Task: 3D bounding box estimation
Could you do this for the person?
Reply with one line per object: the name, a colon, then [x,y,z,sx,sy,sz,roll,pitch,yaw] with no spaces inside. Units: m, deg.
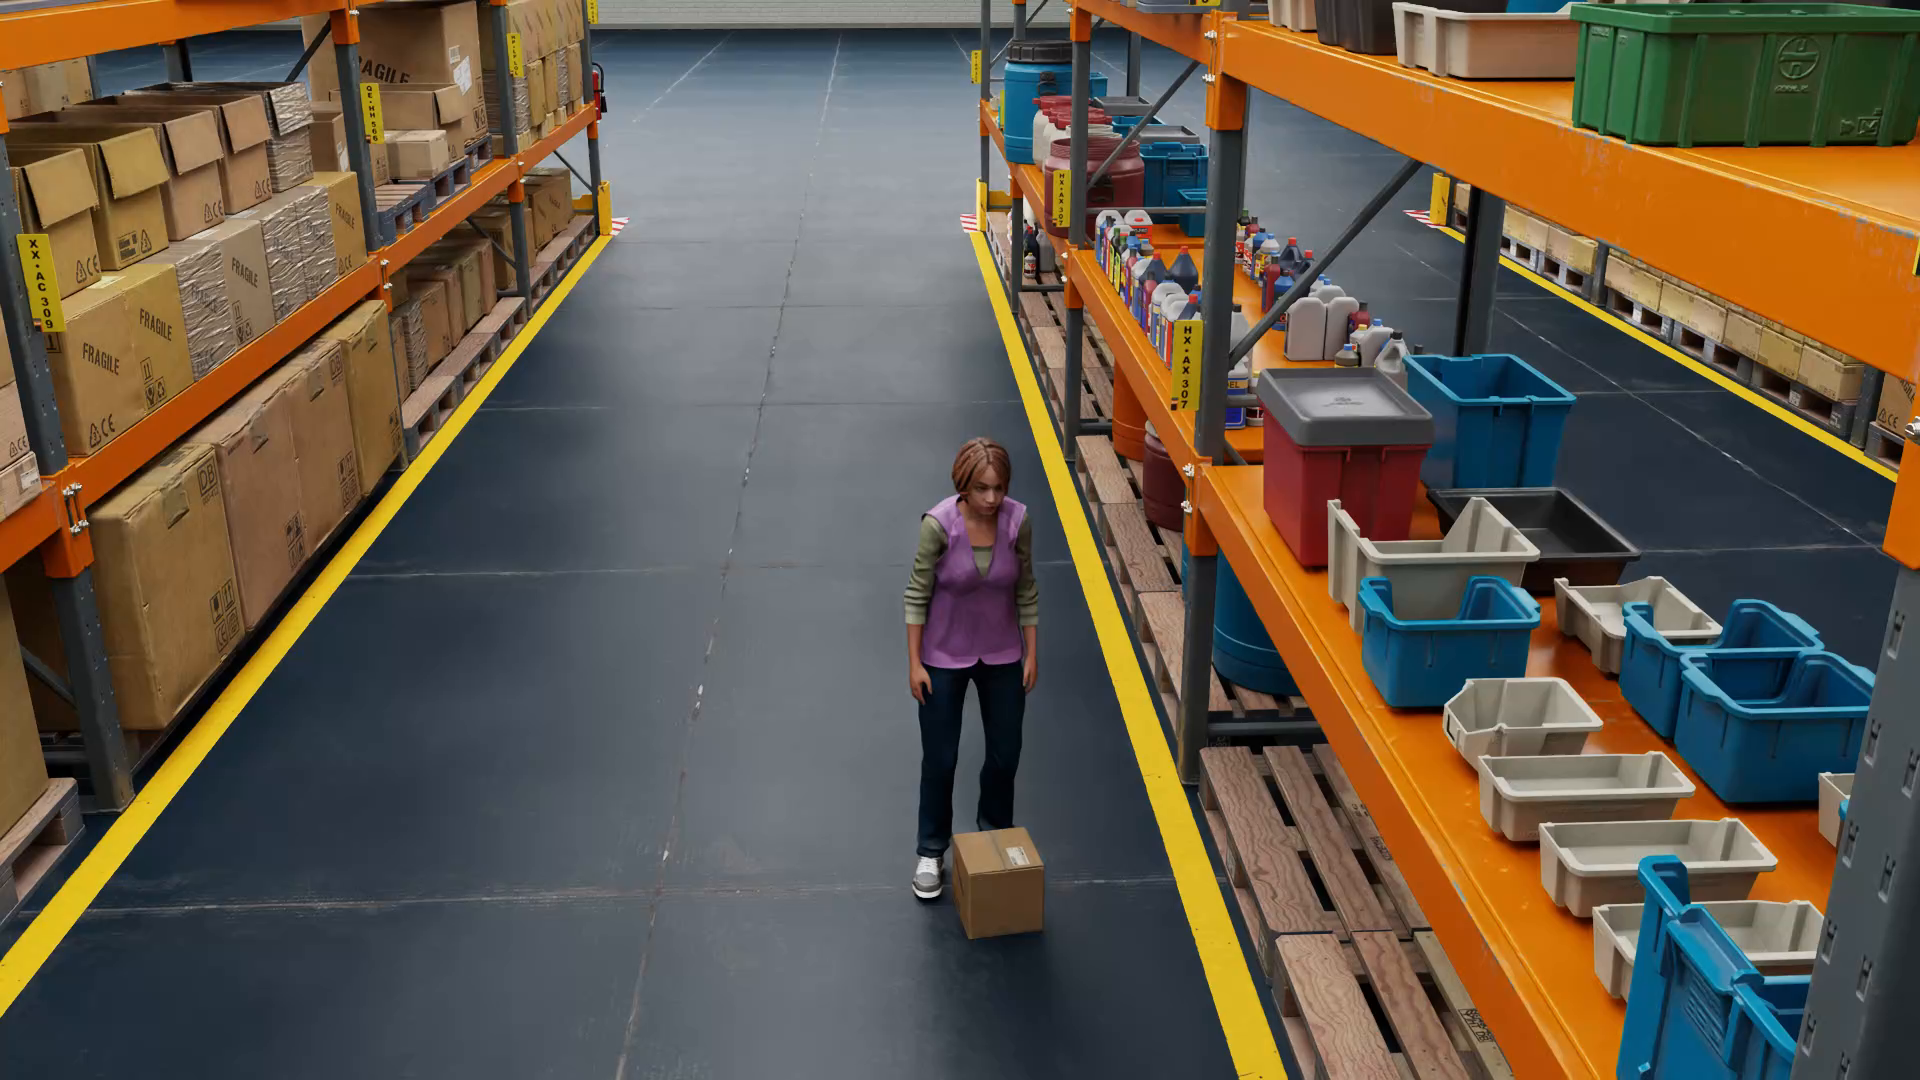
person: [0.046,0.412,5.507,0.458,1.591,0.345,-5,21,-12]
